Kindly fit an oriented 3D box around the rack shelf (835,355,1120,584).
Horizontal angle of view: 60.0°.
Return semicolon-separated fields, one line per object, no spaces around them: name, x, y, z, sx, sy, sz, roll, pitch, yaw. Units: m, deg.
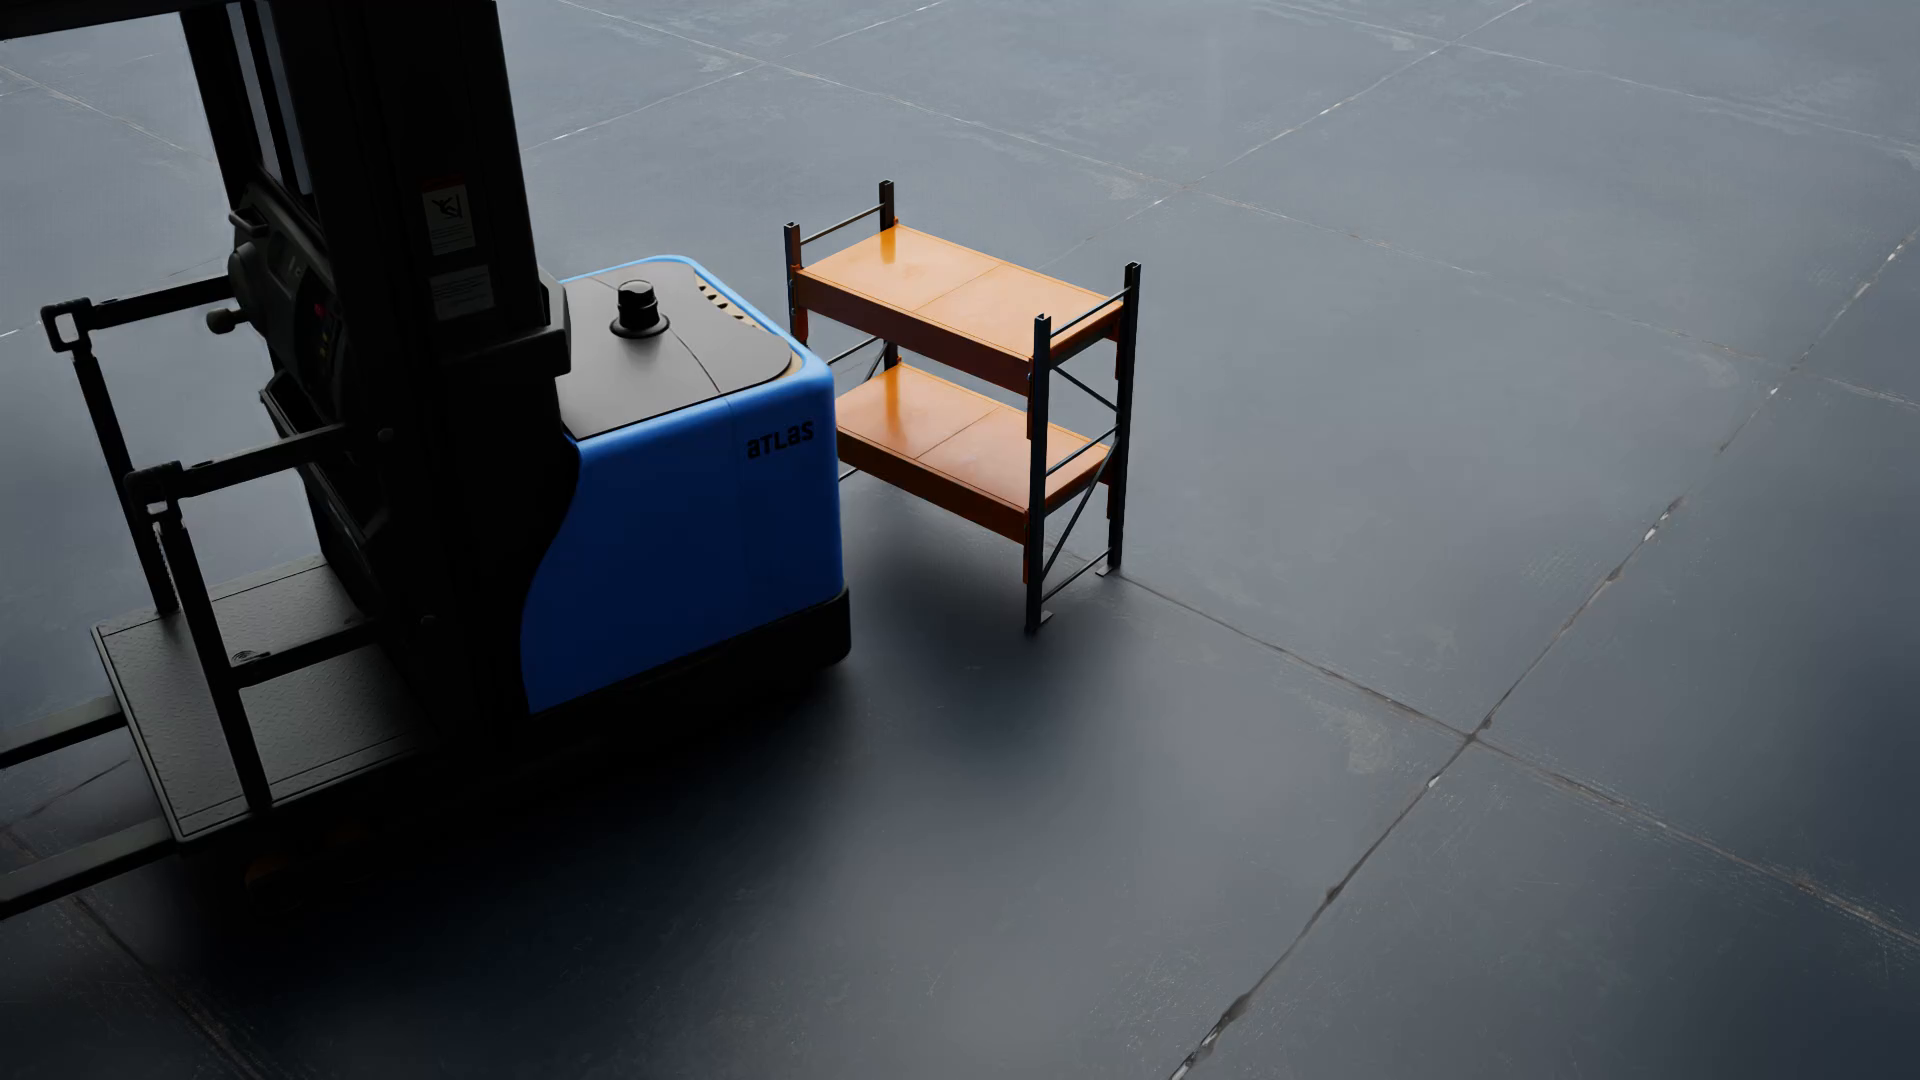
rack shelf;-0.005;-0.265;5.678;1.000;0.278;0.538;25;42;32

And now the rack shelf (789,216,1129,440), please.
rack shelf;-0.005;-0.707;5.374;1.000;0.278;0.538;25;42;32

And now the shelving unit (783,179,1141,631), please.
shelving unit;-0.005;-0.466;5.540;1.048;1.125;0.538;25;42;32

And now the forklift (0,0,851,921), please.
forklift;-1.848;-0.562;4.083;3.031;2.935;1.130;-21;40;-28

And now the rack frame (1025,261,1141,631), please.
rack frame;0.385;-0.282;5.272;0.032;1.125;0.500;25;42;32

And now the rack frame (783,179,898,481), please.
rack frame;-0.396;-0.650;5.808;0.032;1.125;0.500;25;42;32
